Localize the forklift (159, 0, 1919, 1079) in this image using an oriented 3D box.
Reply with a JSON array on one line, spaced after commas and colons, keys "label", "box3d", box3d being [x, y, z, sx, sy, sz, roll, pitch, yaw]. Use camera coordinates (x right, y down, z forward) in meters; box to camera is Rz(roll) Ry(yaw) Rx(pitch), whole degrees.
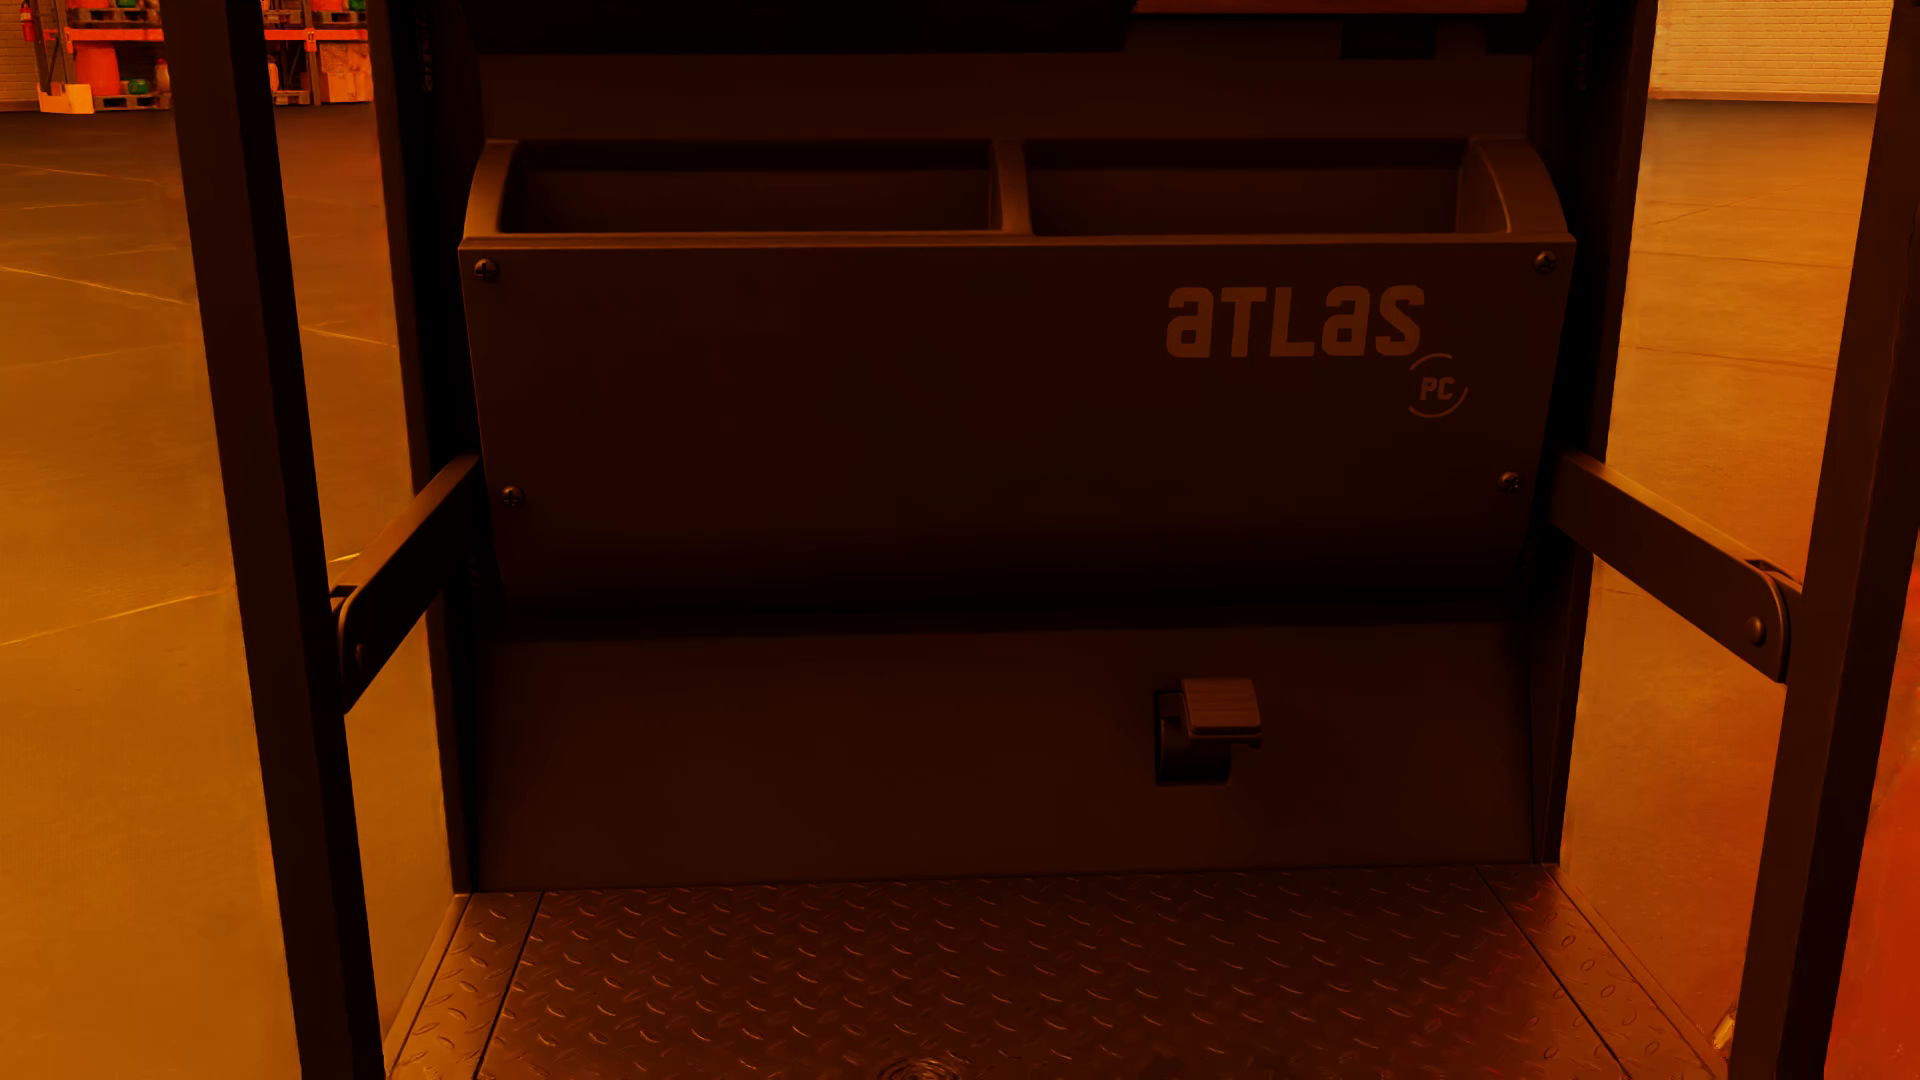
[{"label": "forklift", "box3d": [0.066, -0.670, 1.104, 1.130, 2.935, 3.031, -1, 17, -3]}]
